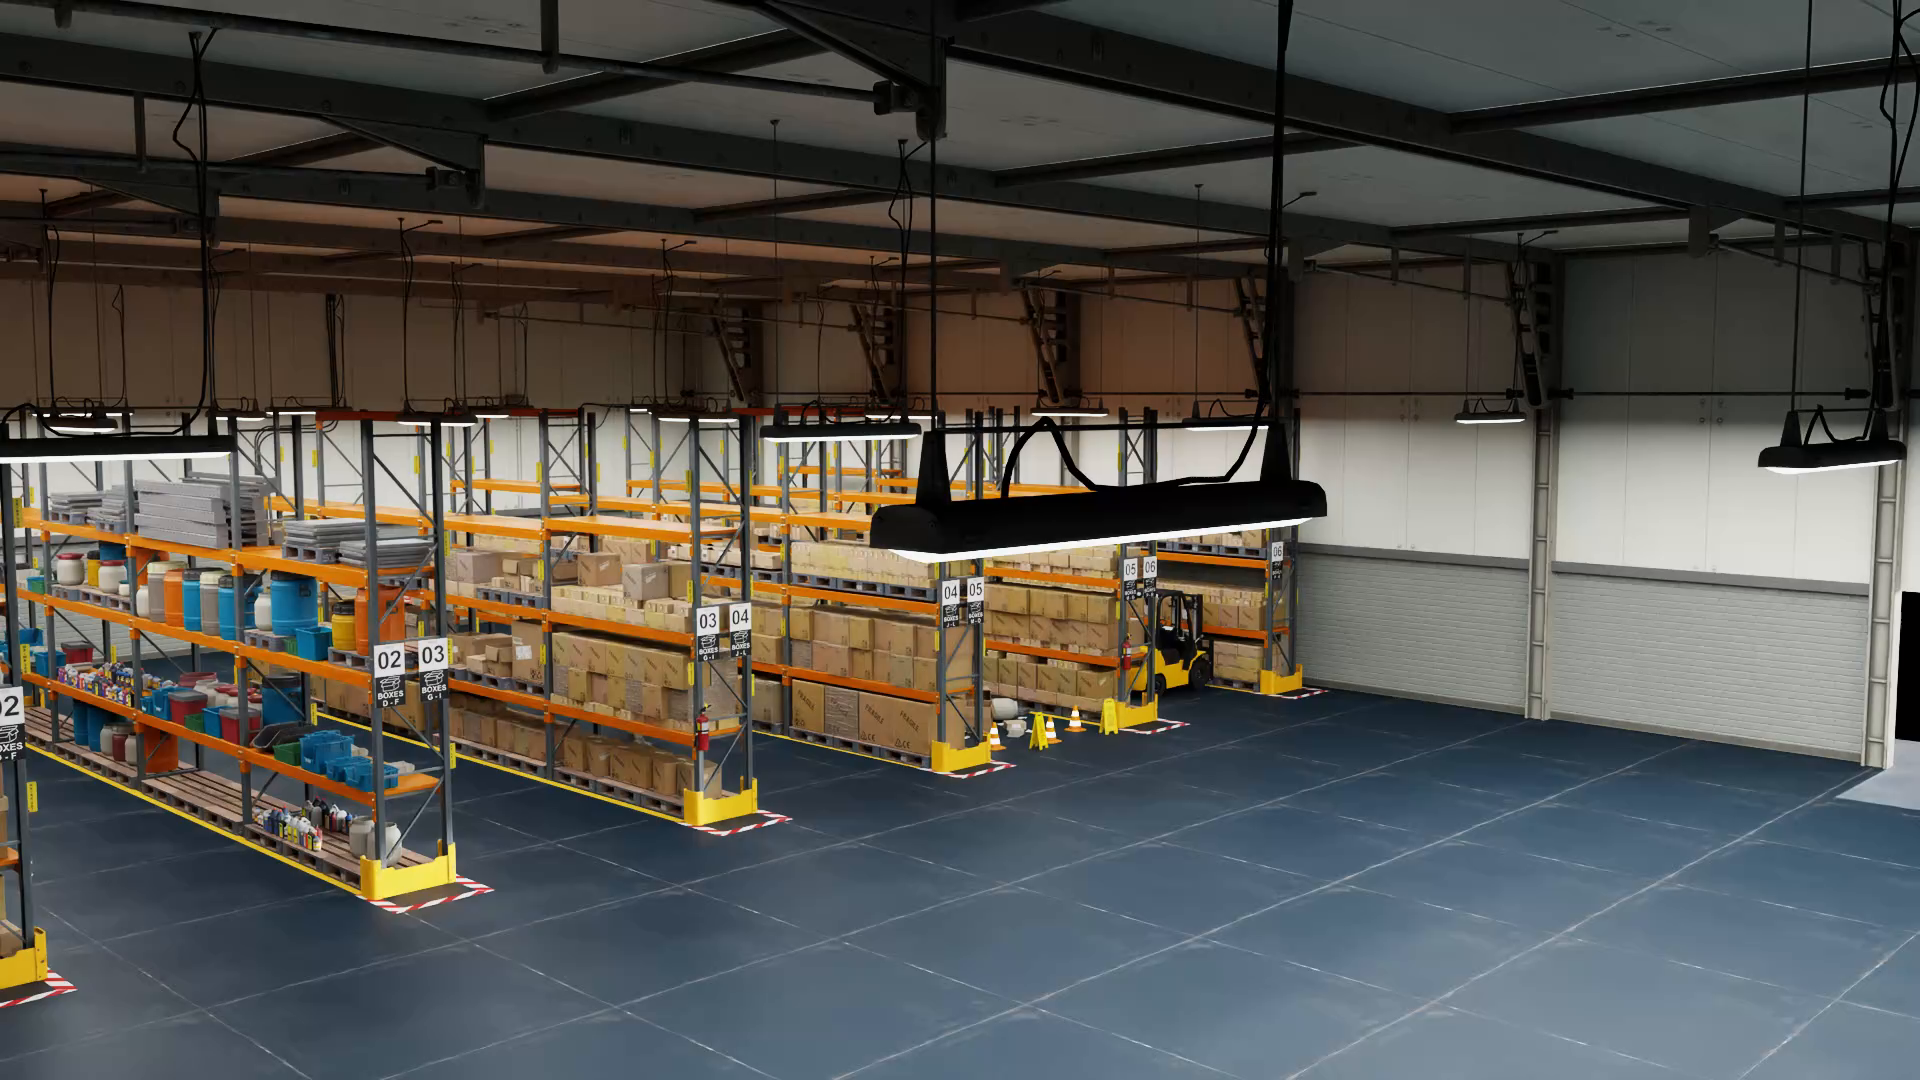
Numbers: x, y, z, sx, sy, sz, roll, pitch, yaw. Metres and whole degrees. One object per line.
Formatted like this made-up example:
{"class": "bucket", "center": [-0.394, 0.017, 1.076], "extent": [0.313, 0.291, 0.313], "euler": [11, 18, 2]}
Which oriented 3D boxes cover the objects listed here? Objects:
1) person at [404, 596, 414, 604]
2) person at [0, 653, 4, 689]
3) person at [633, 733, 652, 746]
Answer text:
{"class": "person", "center": [-14.225, 1.702, 42.486], "extent": [0.624, 1.760, 0.517], "euler": [-2, 6, -26]}
{"class": "person", "center": [-17.323, 2.798, 29.820], "extent": [0.624, 1.769, 0.413], "euler": [4, 6, 36]}
{"class": "person", "center": [-5.703, 2.875, 29.637], "extent": [0.367, 1.691, 0.526], "euler": [0, 5, -5]}
